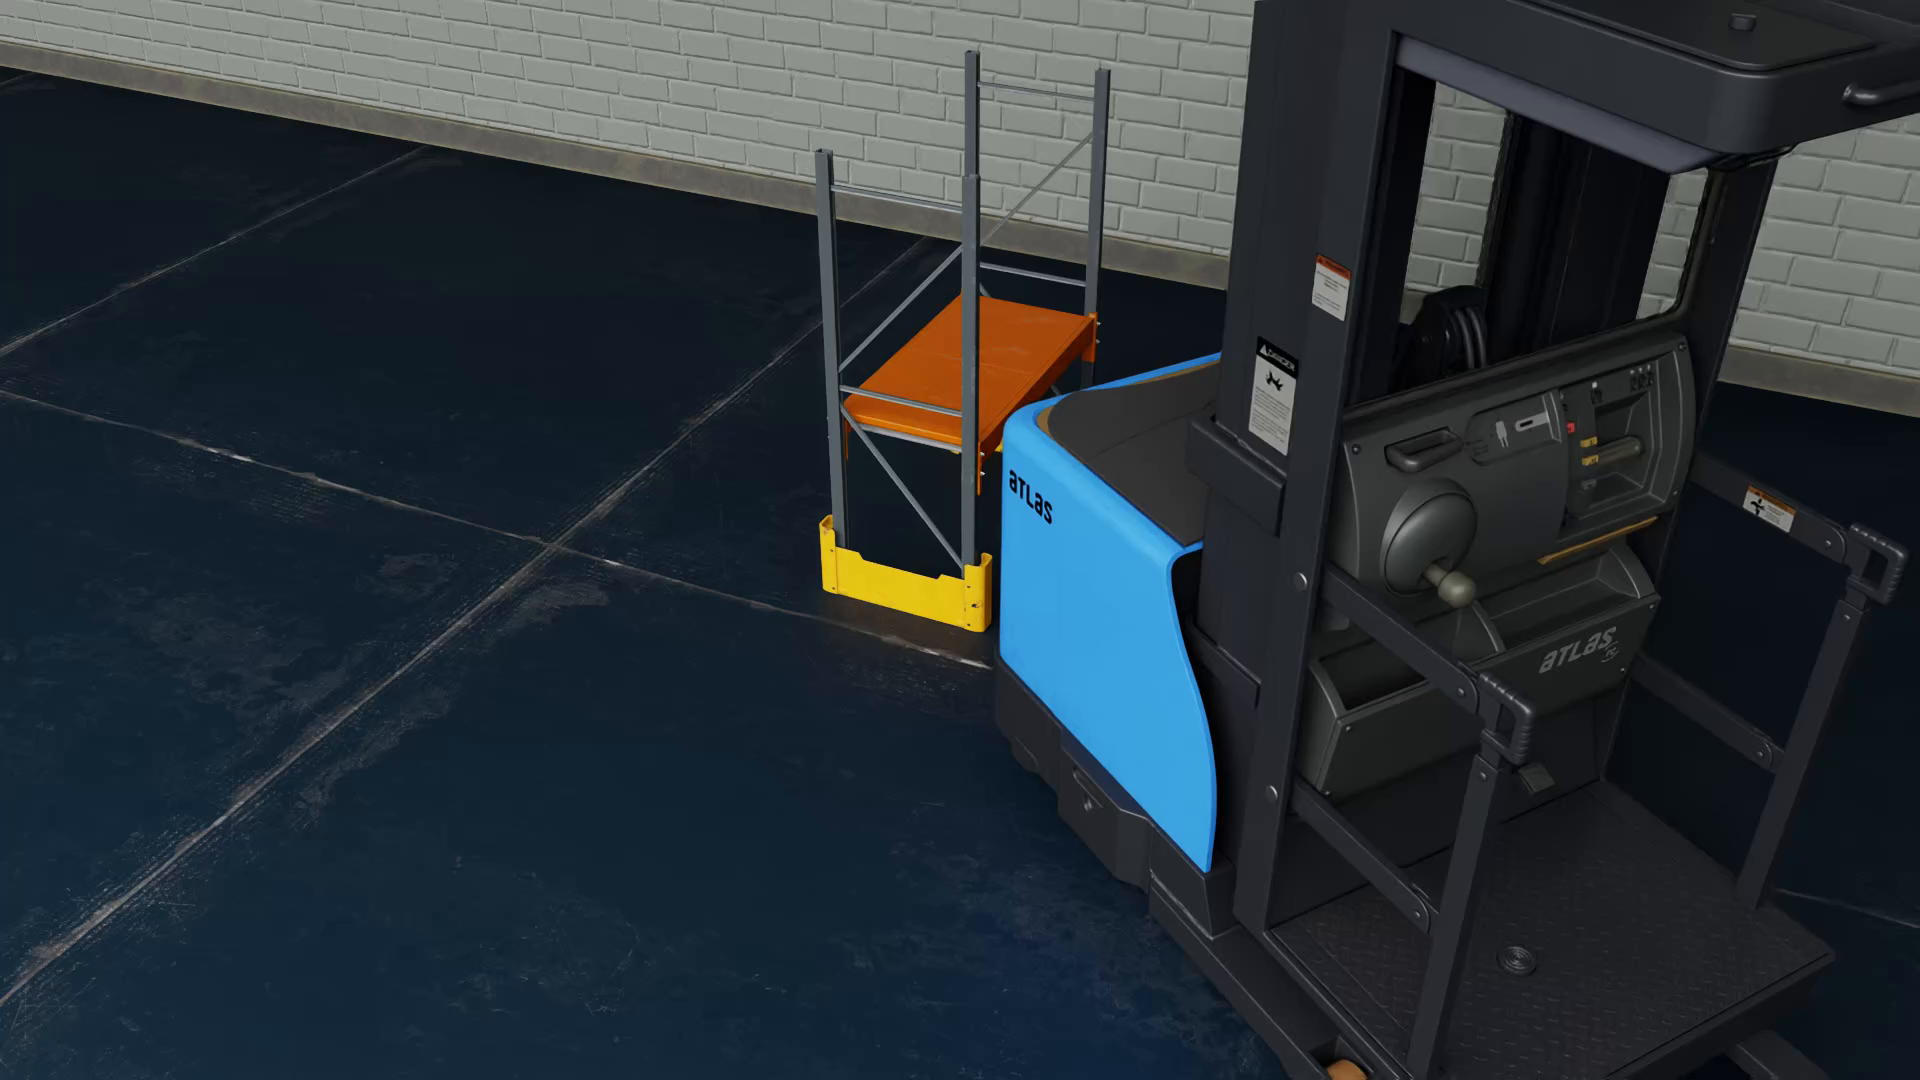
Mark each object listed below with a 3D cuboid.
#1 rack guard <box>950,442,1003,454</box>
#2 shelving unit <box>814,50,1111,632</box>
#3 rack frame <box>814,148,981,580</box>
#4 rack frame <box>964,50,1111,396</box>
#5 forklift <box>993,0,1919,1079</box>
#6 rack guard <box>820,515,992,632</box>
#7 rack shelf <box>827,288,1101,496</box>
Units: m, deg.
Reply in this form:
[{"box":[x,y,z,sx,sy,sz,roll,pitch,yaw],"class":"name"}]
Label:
[{"box":[0.240,-0.391,6.118,0.587,0.250,0.087,14,36,20],"class":"rack guard"},{"box":[0.032,-0.665,5.397,0.587,1.500,1.083,14,36,20],"class":"shelving unit"},{"box":[-0.177,-0.417,5.017,0.500,1.500,0.032,14,36,20],"class":"rack frame"},{"box":[0.248,-0.923,5.790,0.500,1.500,0.032,14,36,20],"class":"rack frame"},{"box":[1.252,-0.088,3.212,1.130,2.935,3.031,-17,37,-24],"class":"forklift"},{"box":[-0.176,0.106,5.361,0.587,0.250,0.087,14,36,20],"class":"rack guard"},{"box":[0.036,-0.519,5.502,0.538,0.185,1.000,14,36,20],"class":"rack shelf"}]
